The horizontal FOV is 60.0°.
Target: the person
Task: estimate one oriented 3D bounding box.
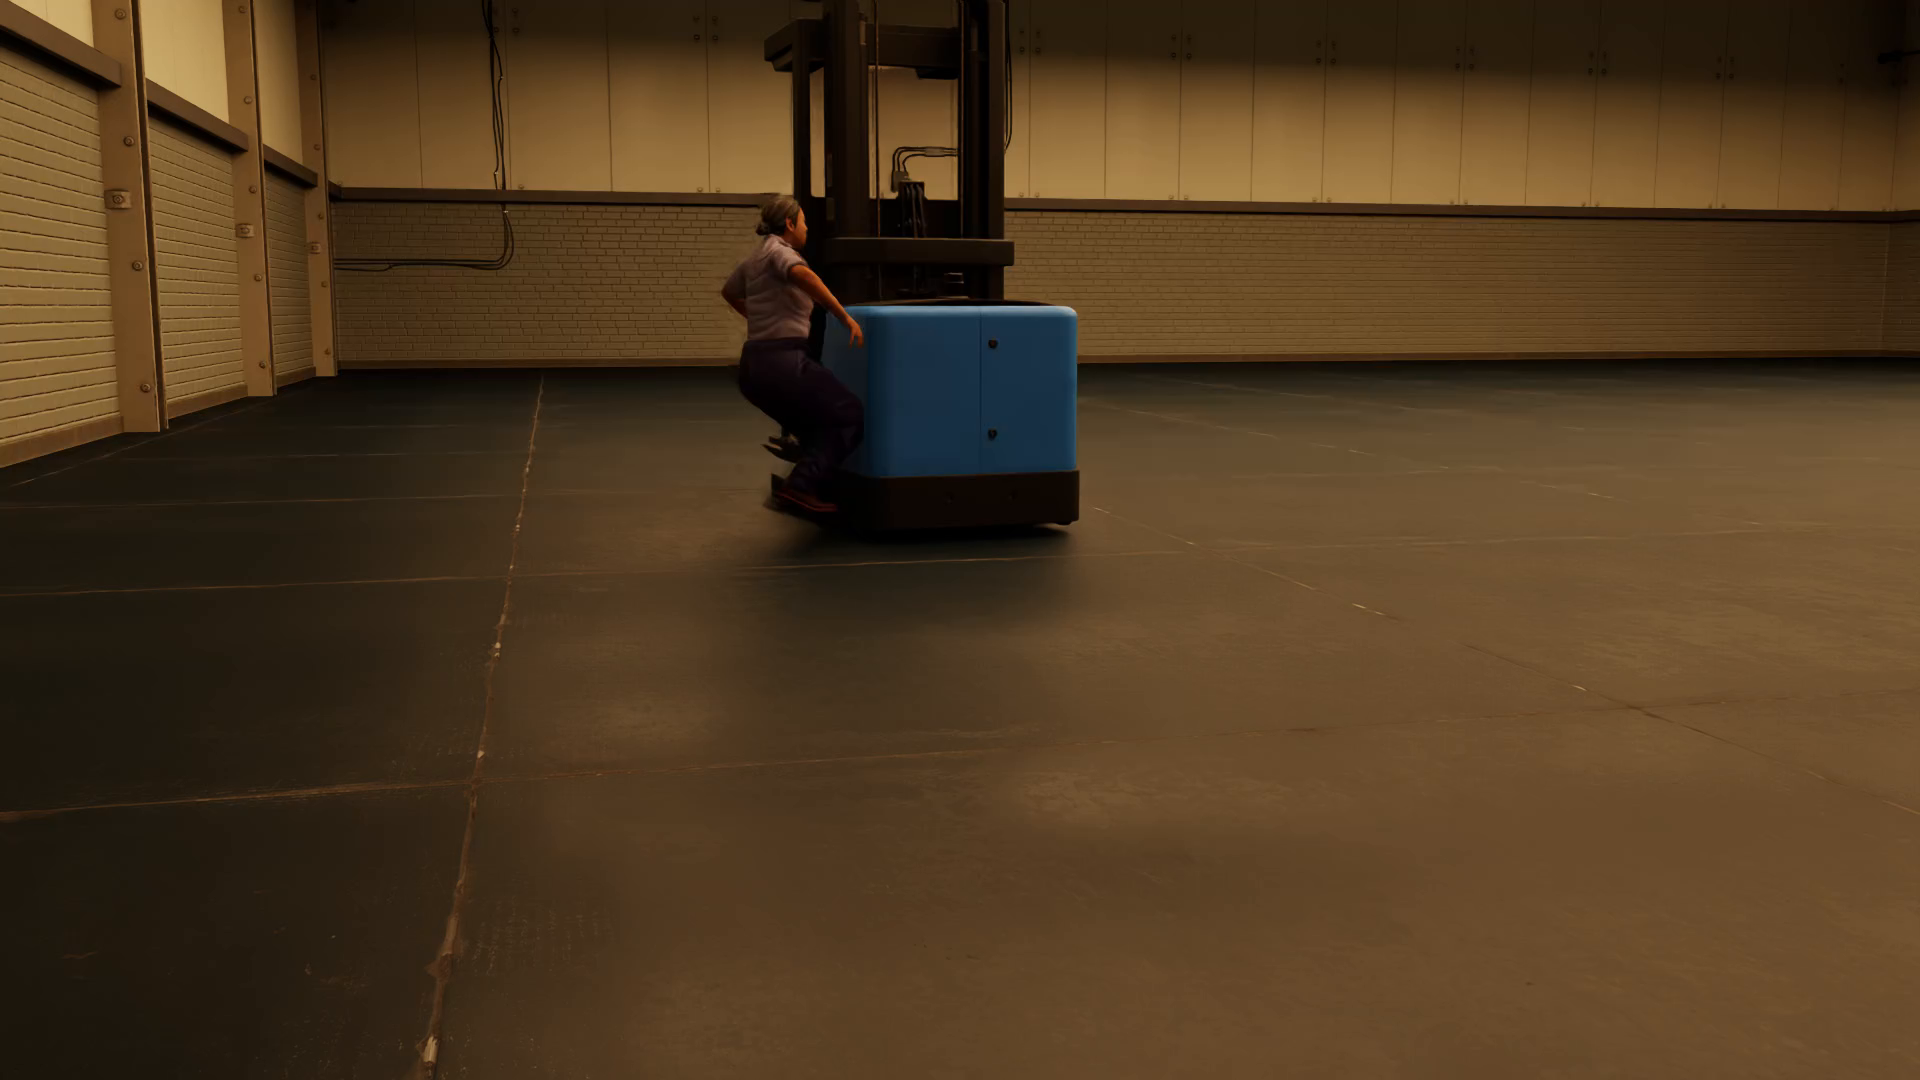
[{"bbox_3d":[-0.646,-0.797,7.699,0.763,1.529,0.957,-4,9,-24],"label":"person"}]

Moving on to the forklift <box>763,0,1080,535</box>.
[{"bbox_3d":[-0.402,-1.642,8.866,1.130,2.935,3.031,-3,8,-19],"label":"forklift"}]
